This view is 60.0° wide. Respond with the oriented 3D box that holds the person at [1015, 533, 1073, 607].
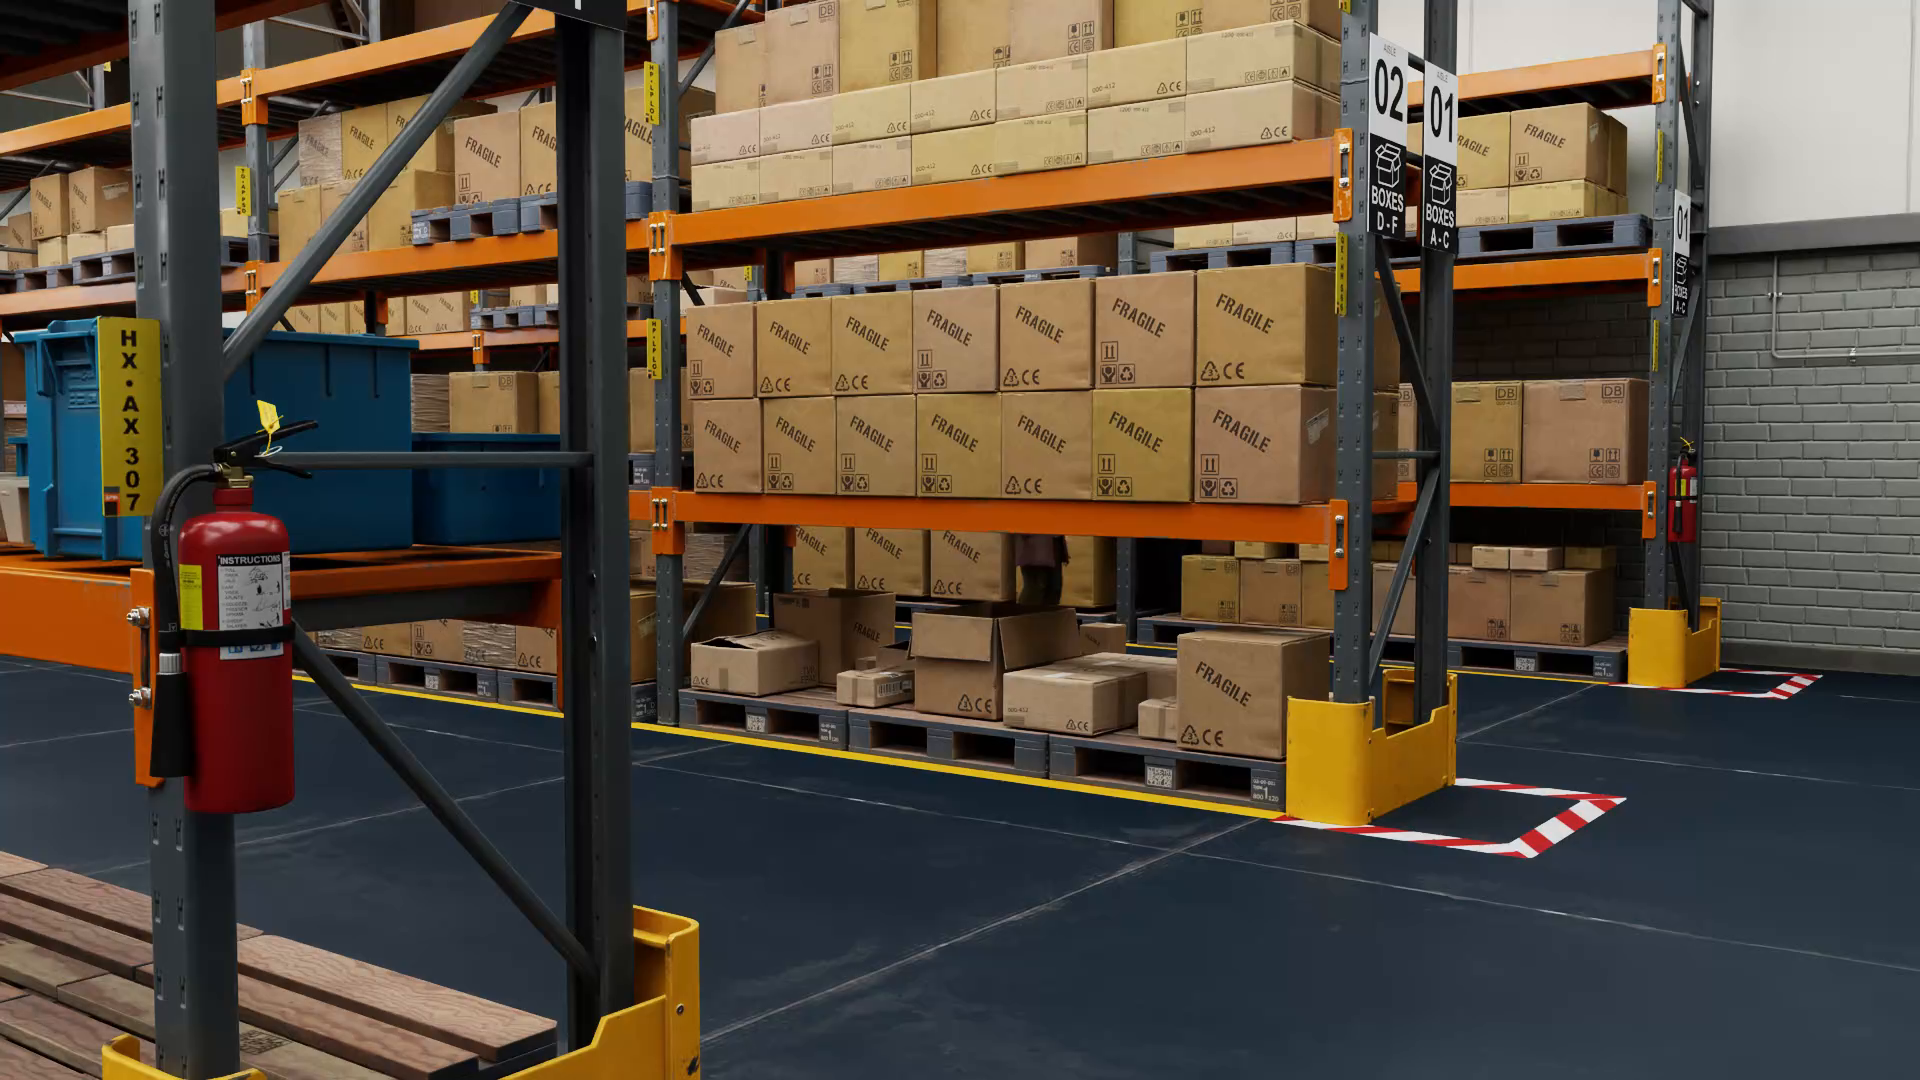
[{"bbox_3d":[0.617,-0.023,12.435,0.378,1.772,0.562,2,4,32],"label":"person"}]
